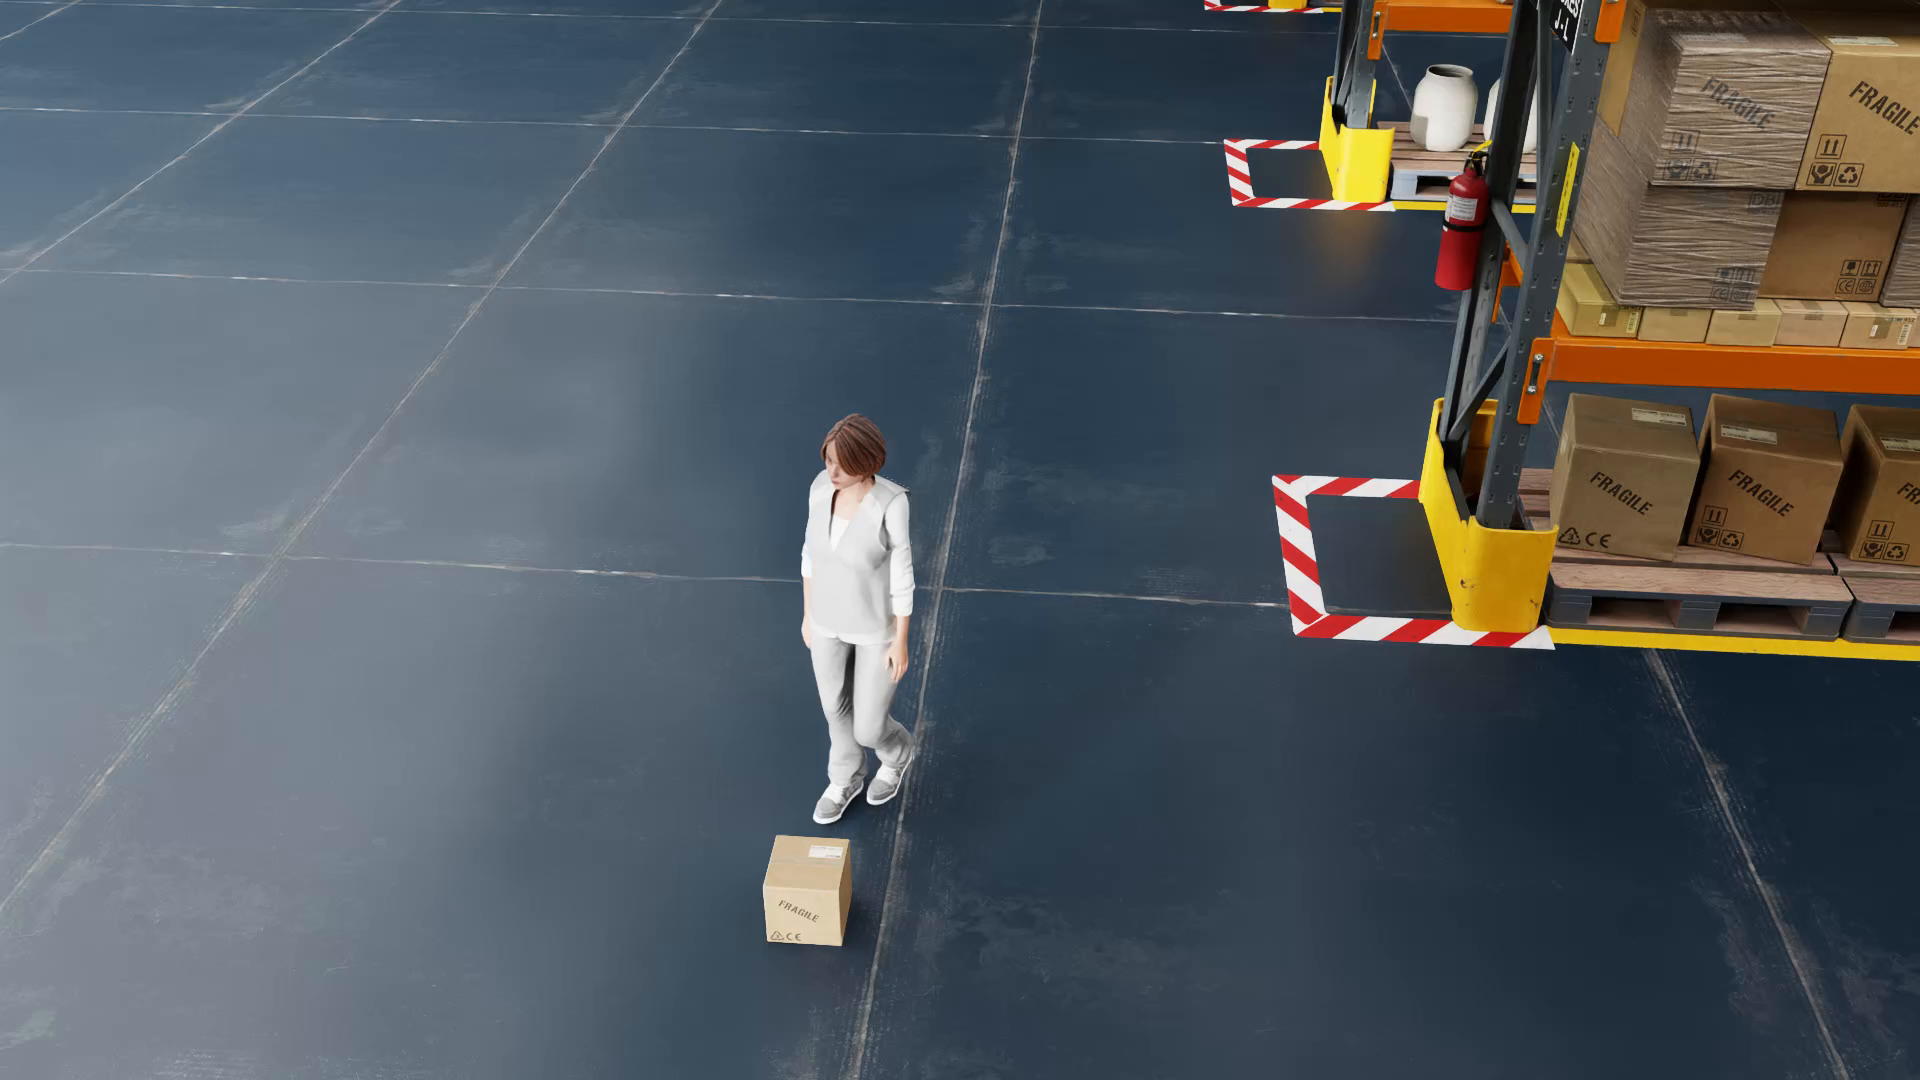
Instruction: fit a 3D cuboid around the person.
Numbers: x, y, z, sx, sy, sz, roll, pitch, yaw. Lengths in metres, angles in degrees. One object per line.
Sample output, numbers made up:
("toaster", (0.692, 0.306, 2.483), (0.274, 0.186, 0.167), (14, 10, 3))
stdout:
("person", (-0.342, 0.293, 5.663), (0.436, 1.594, 0.394), (17, 36, 24))
